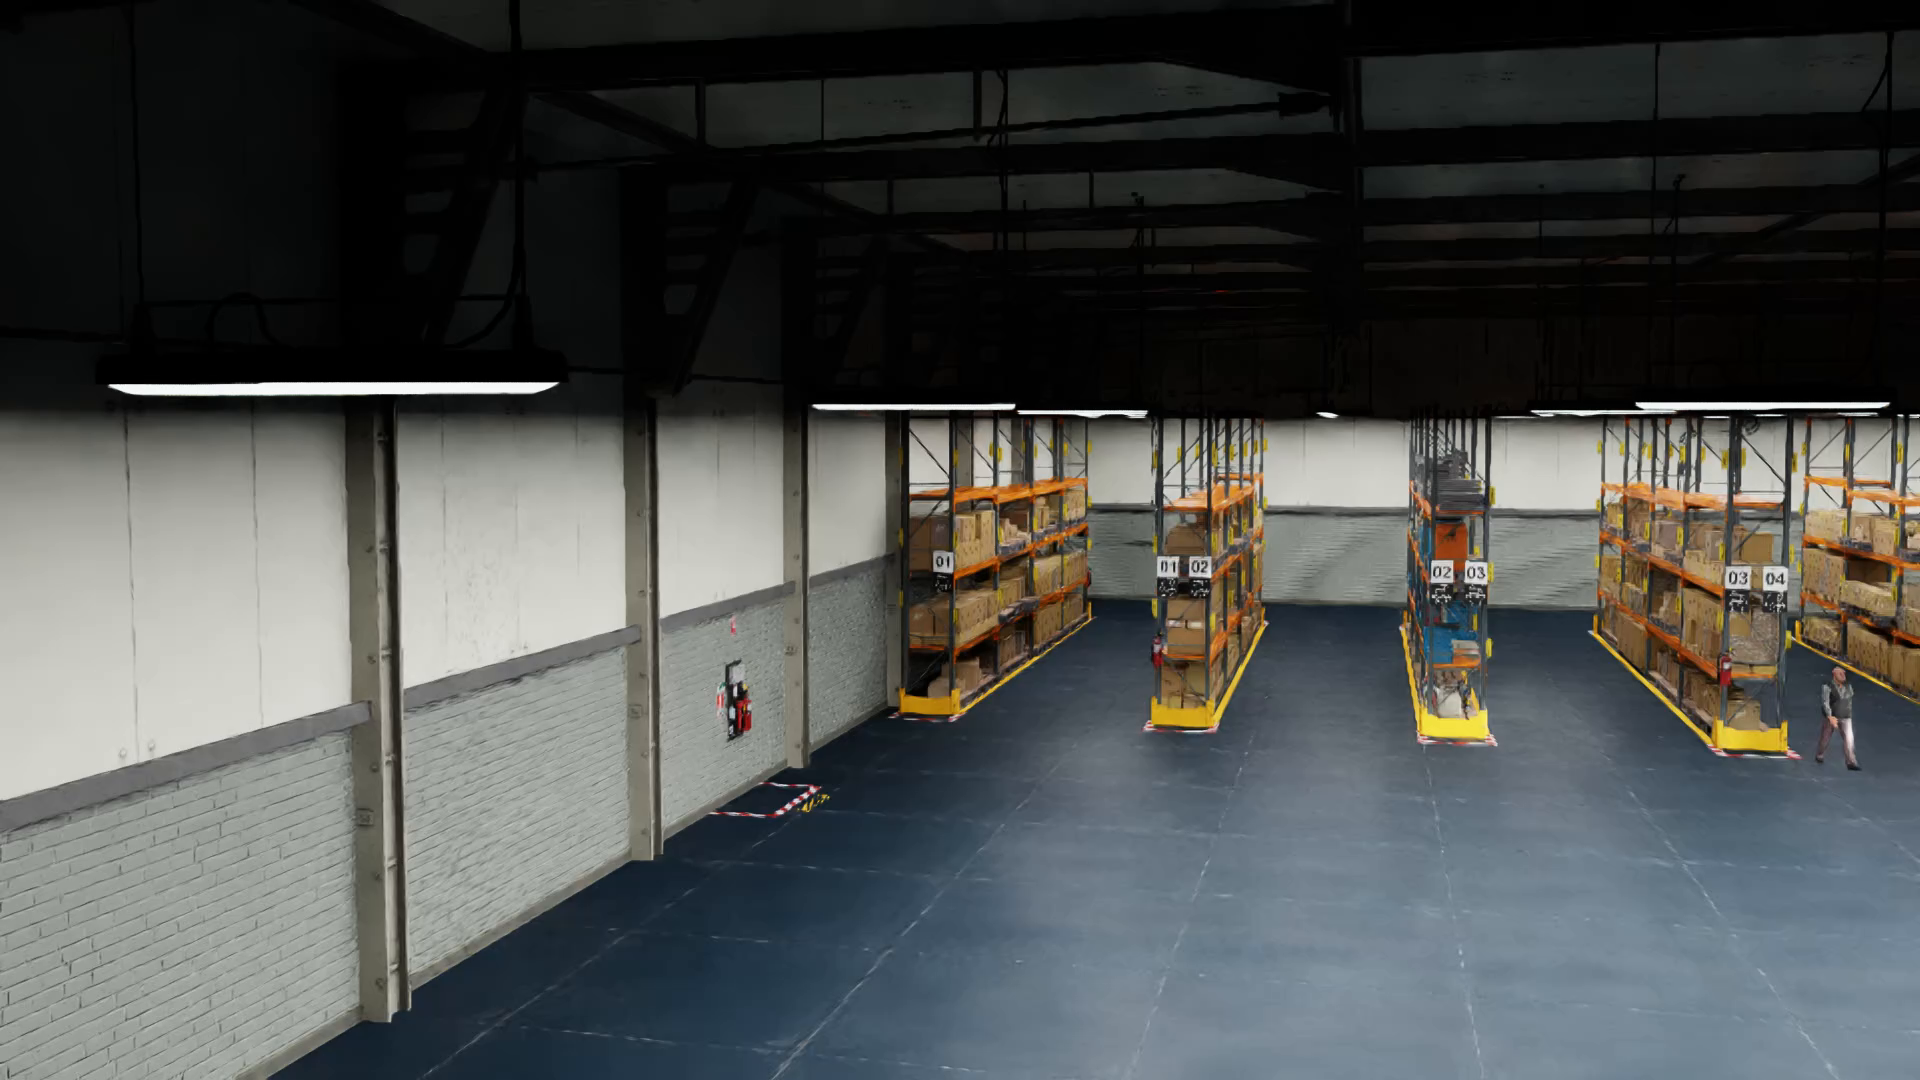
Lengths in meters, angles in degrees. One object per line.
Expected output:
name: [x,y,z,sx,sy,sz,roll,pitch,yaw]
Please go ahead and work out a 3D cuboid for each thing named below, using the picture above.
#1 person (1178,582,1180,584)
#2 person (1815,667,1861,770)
person: [6.308,1.407,47.531,0.395,1.780,0.619,1,4,20]
person: [14.442,2.918,27.398,0.538,1.661,1.028,0,4,5]
